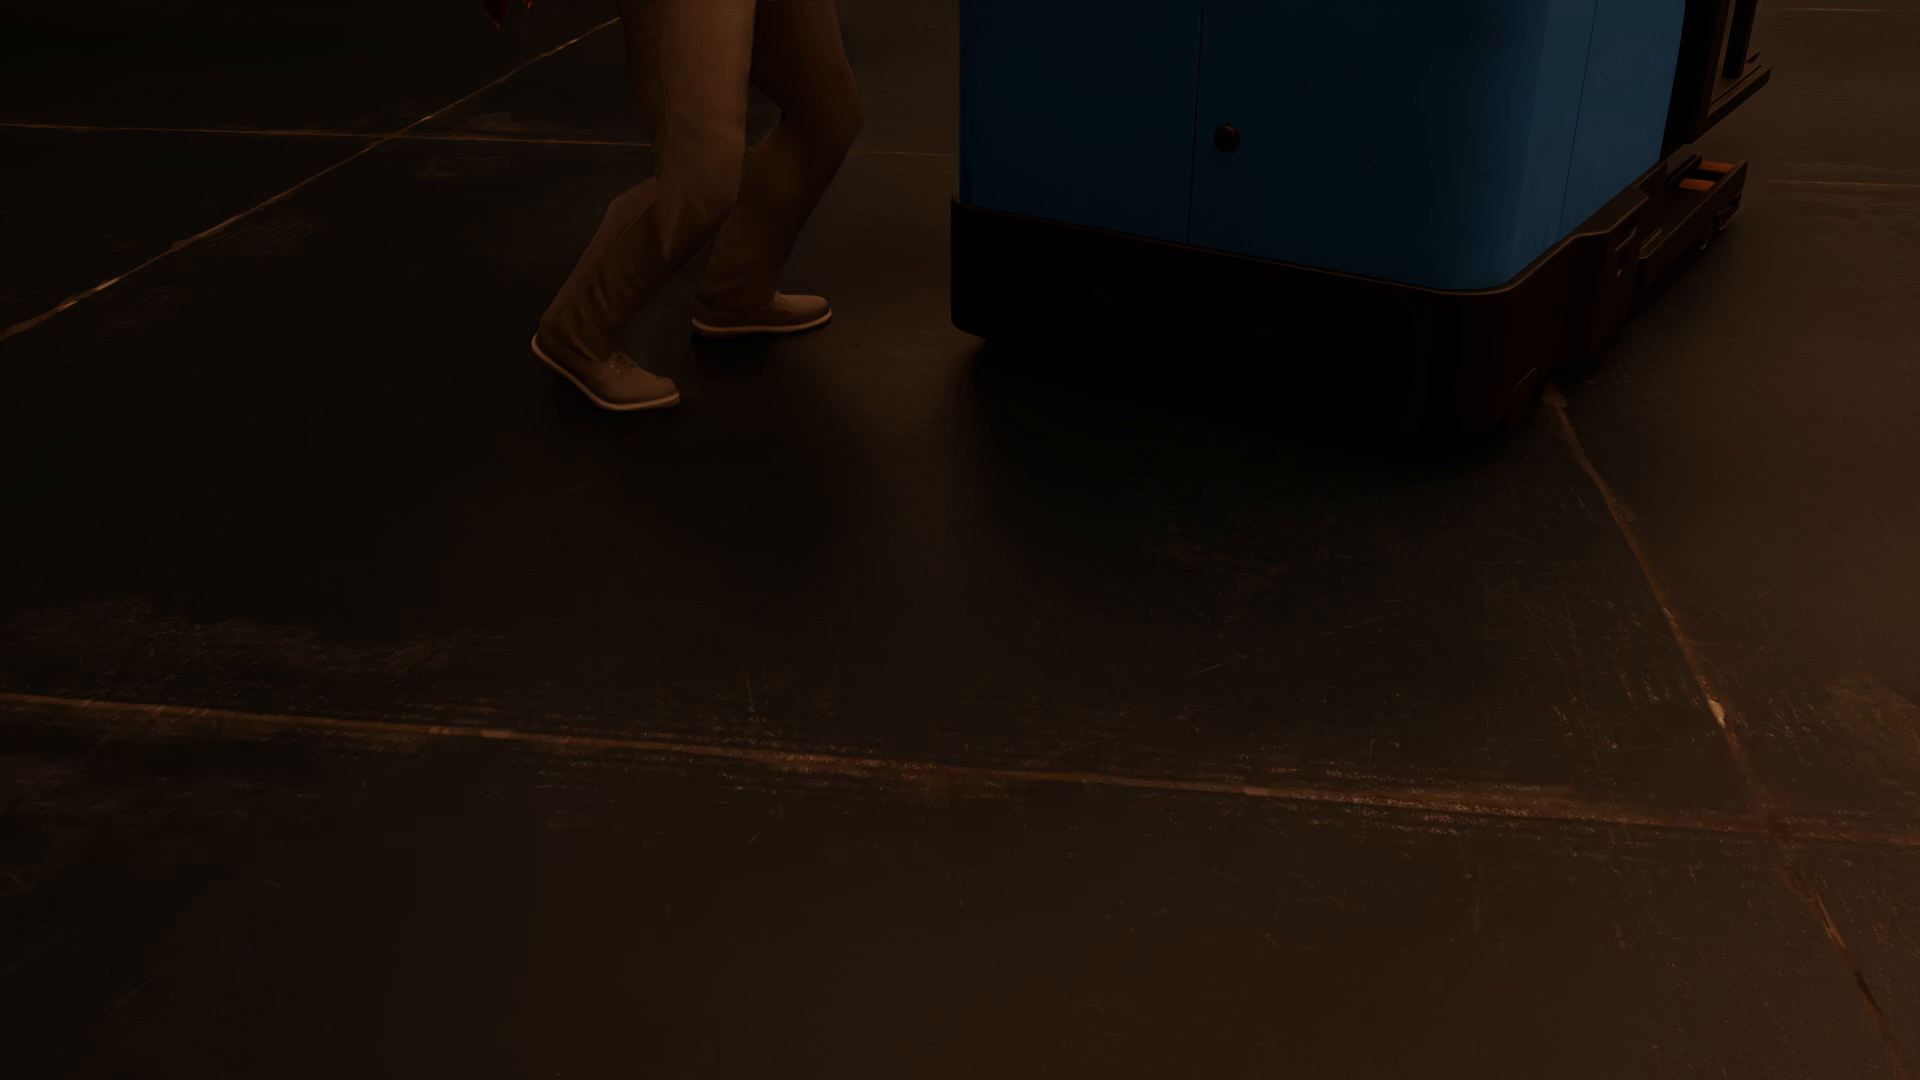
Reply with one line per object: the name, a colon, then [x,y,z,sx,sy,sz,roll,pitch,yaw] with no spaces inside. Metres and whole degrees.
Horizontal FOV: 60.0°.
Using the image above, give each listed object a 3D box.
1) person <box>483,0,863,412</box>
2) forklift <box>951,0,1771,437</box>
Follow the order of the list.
person: [-0.501,-1.011,2.767,0.466,1.592,0.817,10,28,20]
forklift: [1.224,-2.084,3.394,1.130,2.935,3.031,17,31,30]
